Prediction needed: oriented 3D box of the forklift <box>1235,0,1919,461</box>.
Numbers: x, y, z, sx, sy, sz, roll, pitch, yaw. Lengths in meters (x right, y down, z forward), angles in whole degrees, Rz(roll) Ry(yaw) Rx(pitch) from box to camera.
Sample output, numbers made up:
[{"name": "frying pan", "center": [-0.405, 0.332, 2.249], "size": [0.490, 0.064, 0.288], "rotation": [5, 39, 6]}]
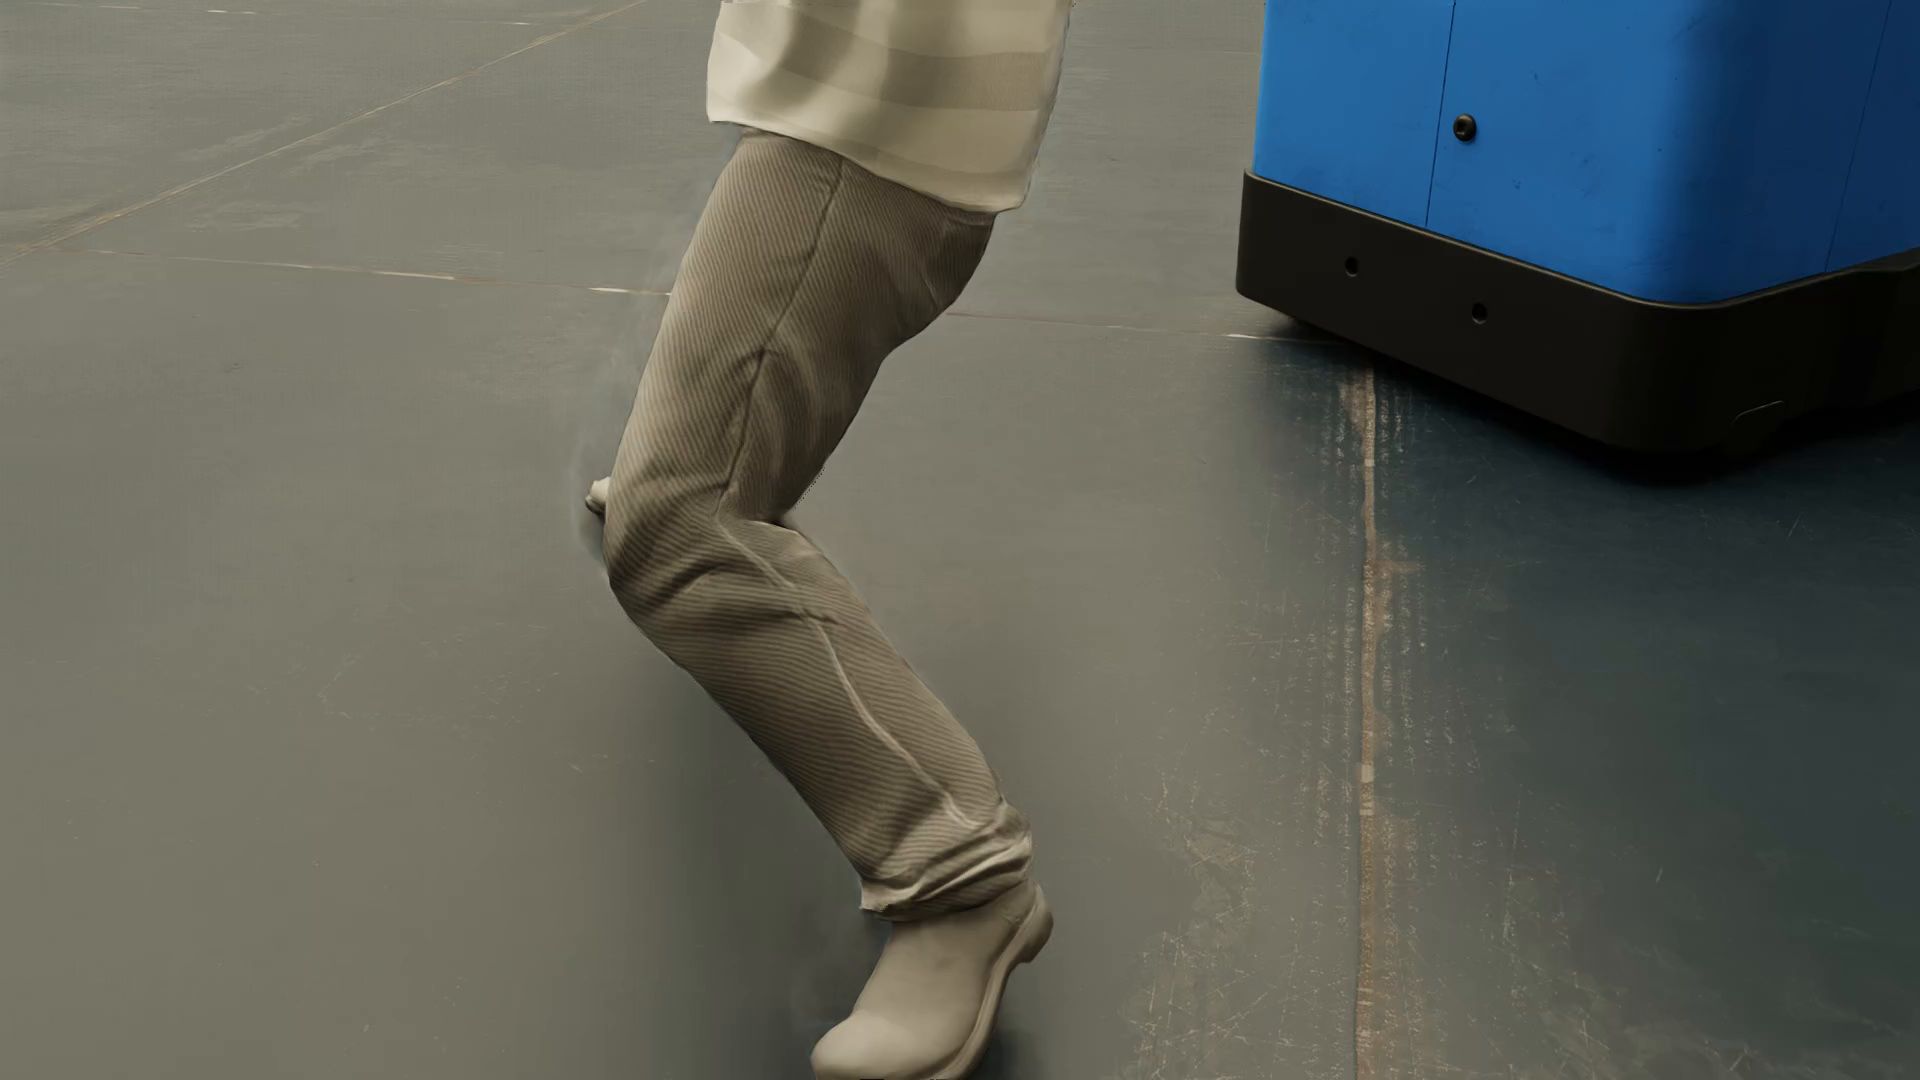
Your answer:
[{"name": "forklift", "center": [2.073, -1.924, 3.060], "size": [3.031, 2.935, 1.130], "rotation": [-16, 31, -28]}]

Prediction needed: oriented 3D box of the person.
[{"name": "person", "center": [-0.248, -0.469, 1.694], "size": [0.815, 1.561, 1.297], "rotation": [4, 27, 8]}]
